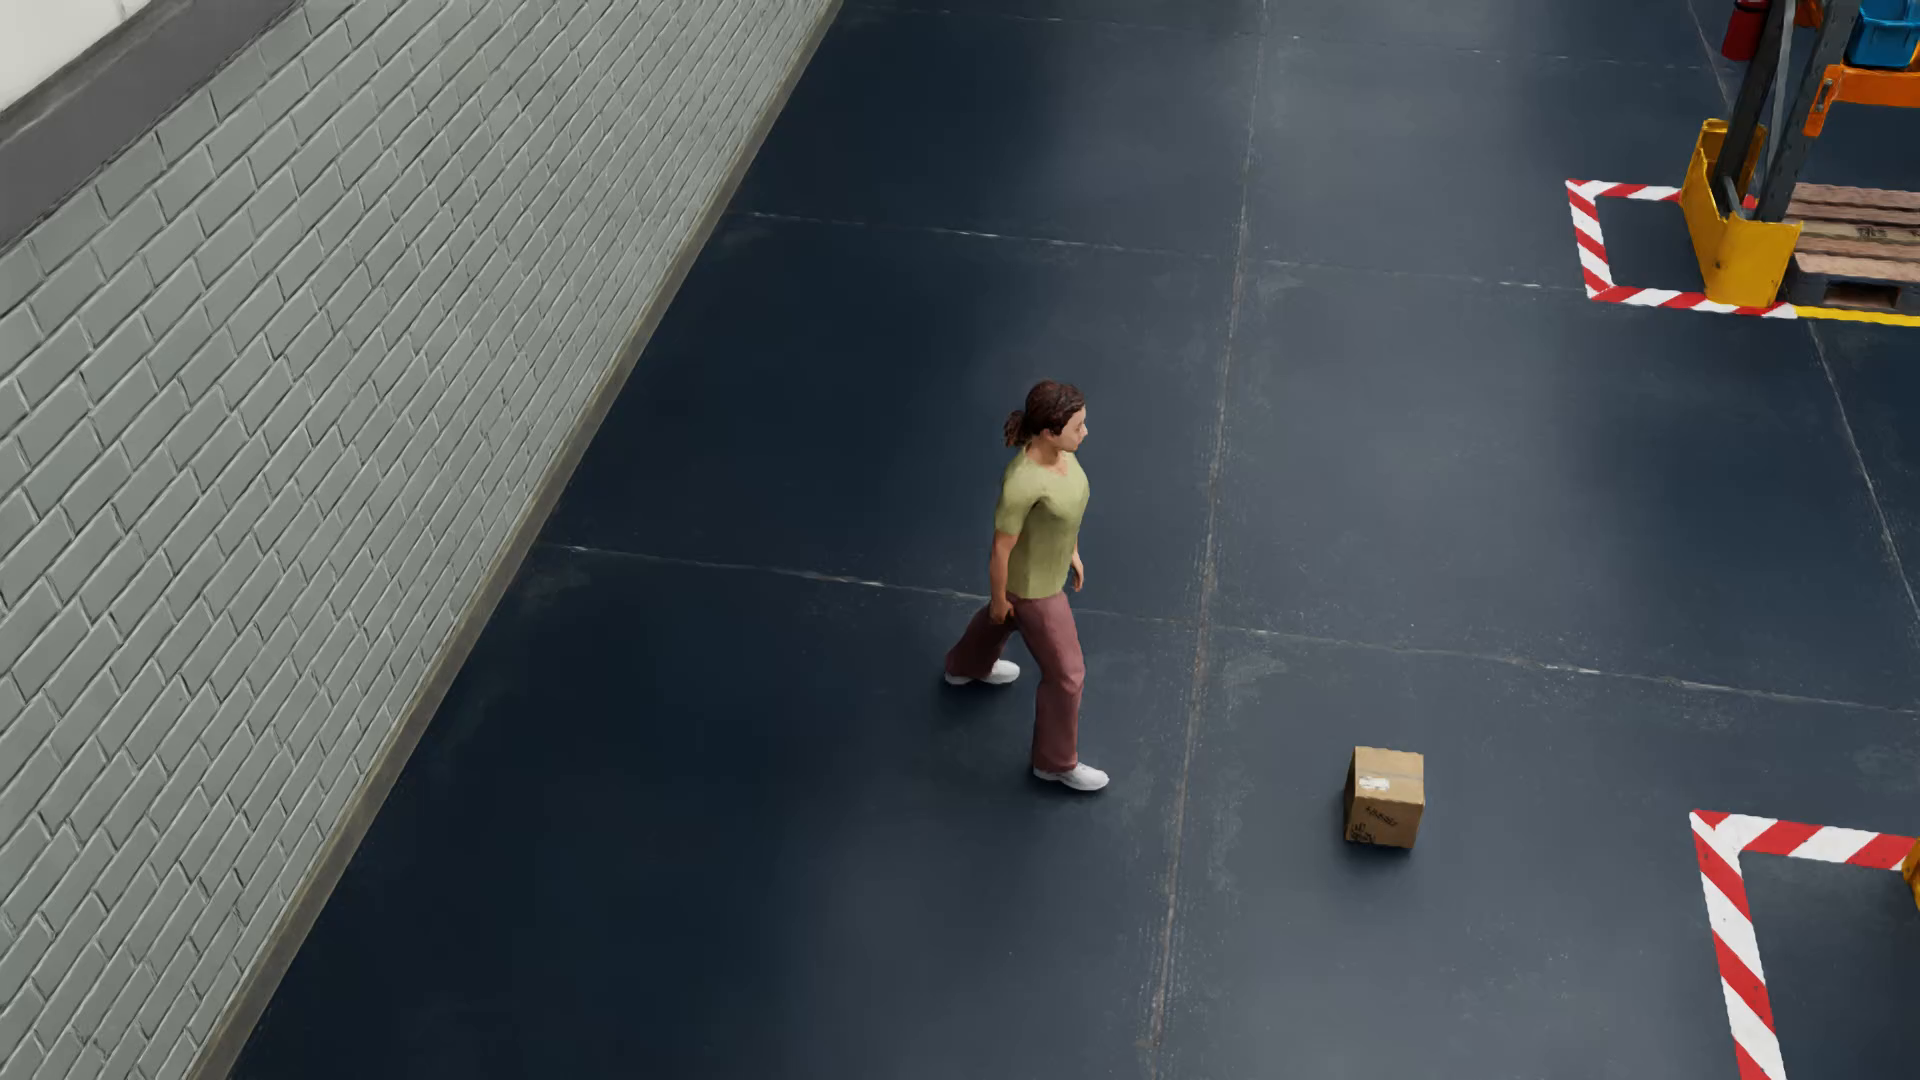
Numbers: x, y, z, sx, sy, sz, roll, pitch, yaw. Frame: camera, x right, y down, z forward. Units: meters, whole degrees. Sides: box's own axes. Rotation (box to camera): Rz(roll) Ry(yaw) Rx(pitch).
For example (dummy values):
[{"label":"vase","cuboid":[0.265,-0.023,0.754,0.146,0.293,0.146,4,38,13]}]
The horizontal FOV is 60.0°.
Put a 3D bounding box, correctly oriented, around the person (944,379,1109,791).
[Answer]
[{"label":"person","cuboid":[0.261,0.139,6.057,0.788,1.580,0.534,13,42,15]}]
